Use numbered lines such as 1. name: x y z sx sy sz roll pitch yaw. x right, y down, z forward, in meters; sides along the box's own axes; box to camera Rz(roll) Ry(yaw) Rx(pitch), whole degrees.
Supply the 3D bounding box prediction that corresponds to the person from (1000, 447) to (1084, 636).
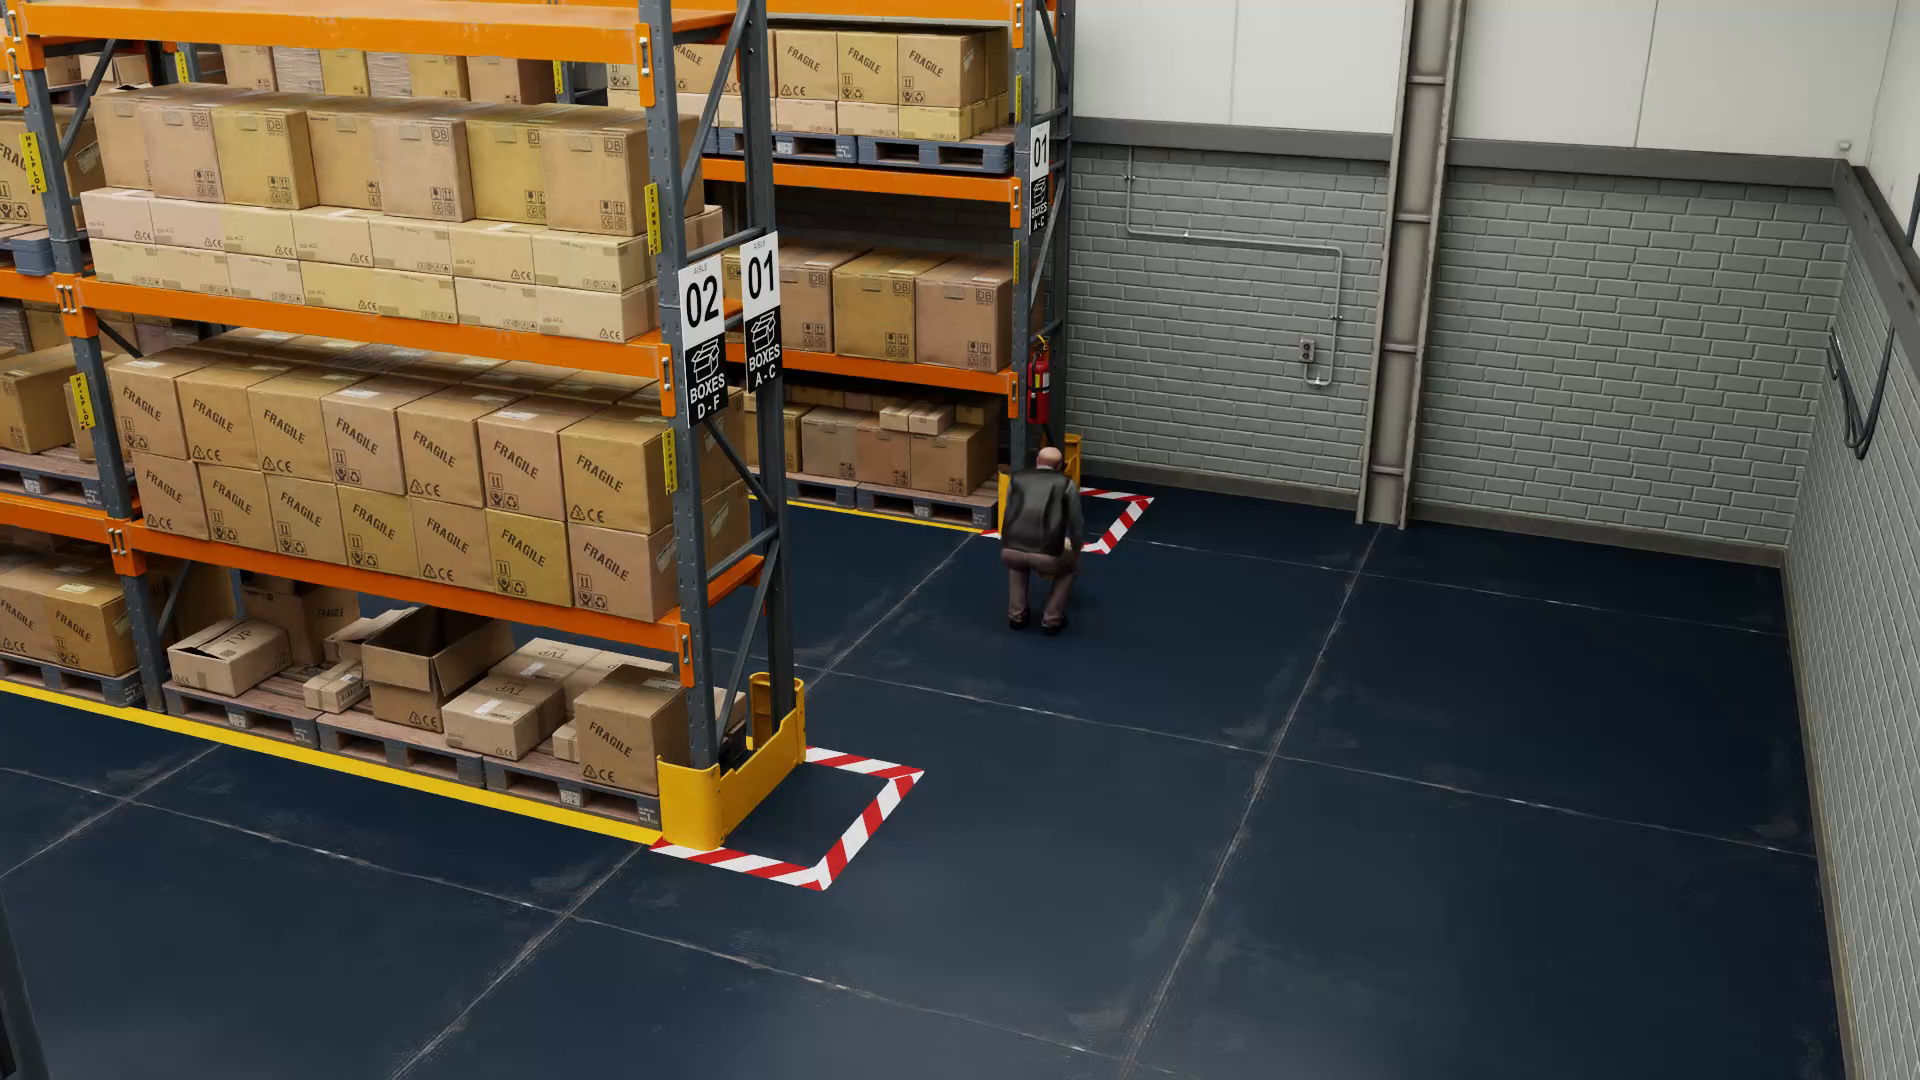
1. person: 0.538 0.011 11.626 0.579 1.205 0.782 9 24 20
